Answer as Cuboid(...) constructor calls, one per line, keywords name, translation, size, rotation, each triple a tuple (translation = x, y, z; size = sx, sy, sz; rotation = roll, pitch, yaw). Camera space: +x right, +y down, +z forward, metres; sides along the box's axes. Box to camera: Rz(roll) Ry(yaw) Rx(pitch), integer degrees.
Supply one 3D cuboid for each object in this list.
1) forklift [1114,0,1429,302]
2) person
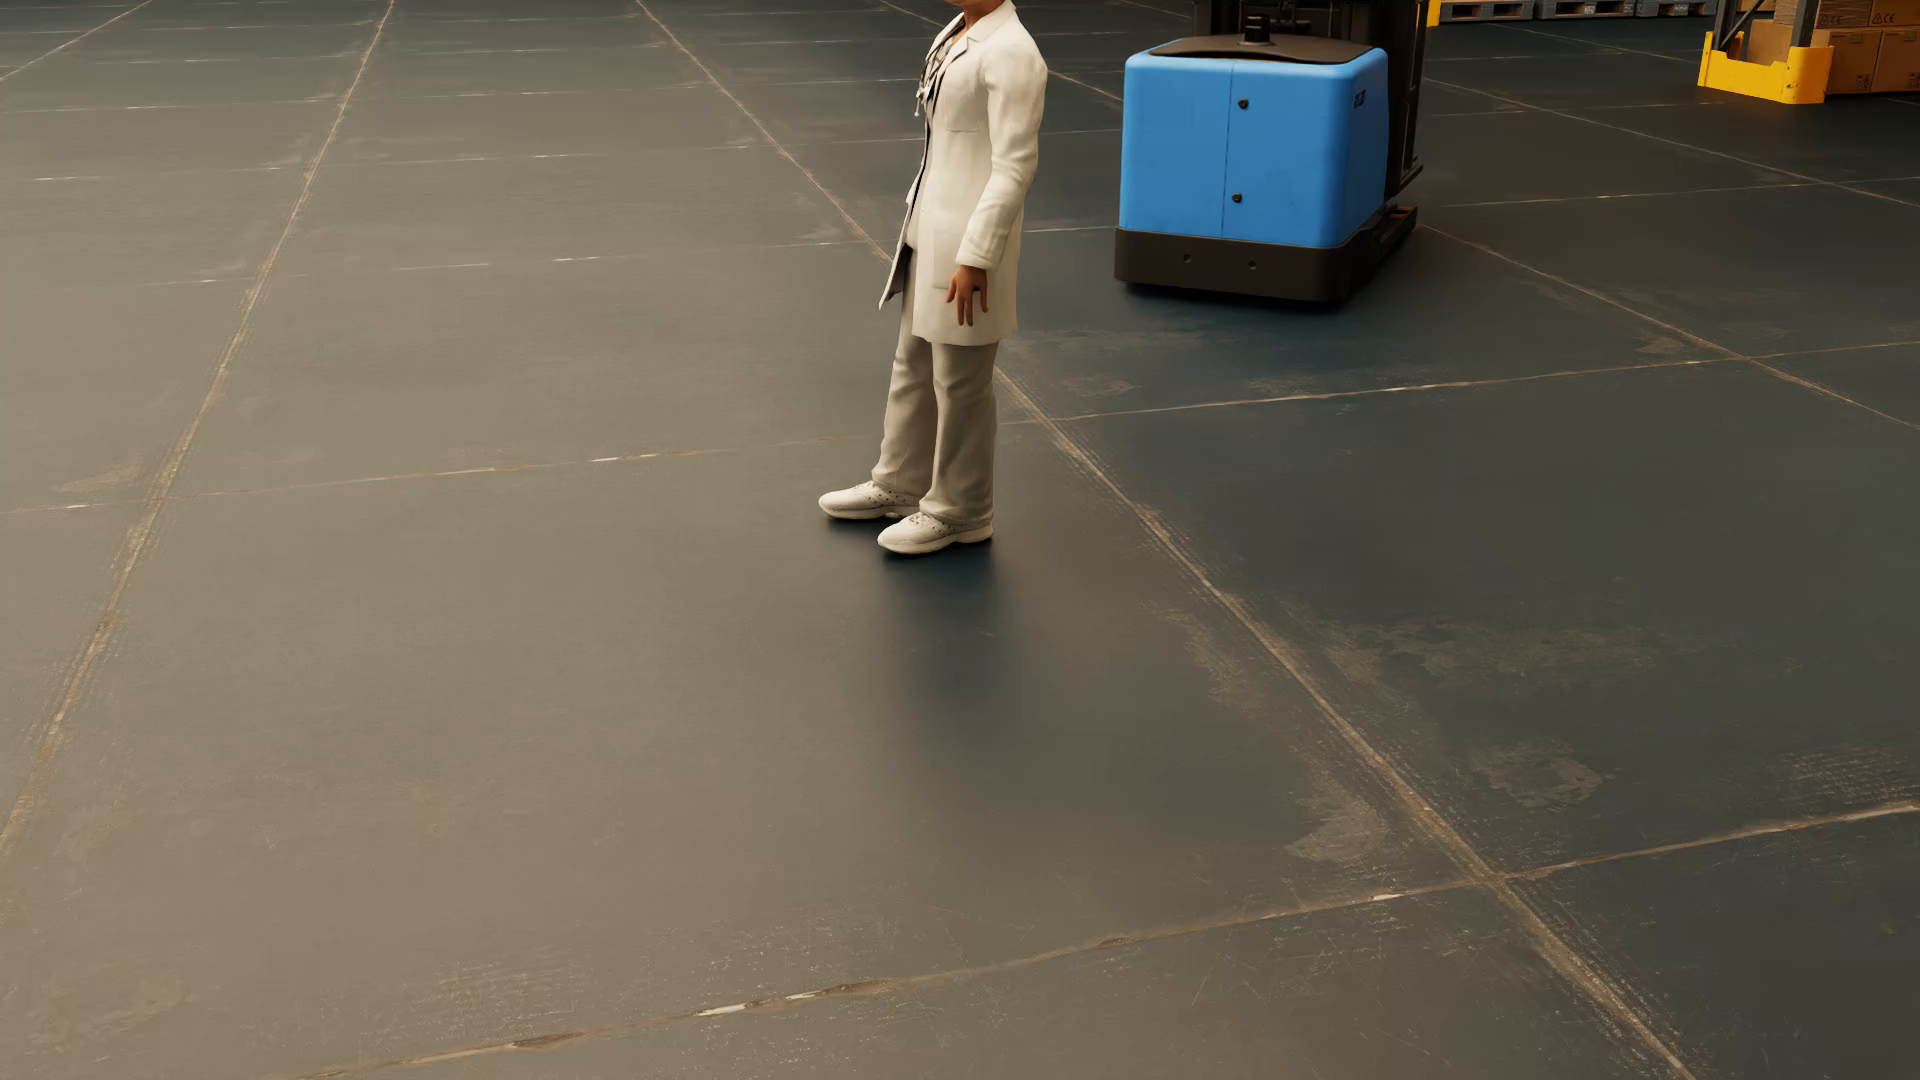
Cuboid(name="forklift", translation=(1.781, -2.944, 8.226), size=(1.130, 2.935, 3.031), rotation=(10, 25, 22))
Cuboid(name="person", translation=(-0.089, -0.817, 4.683), size=(0.578, 1.778, 0.696), rotation=(-6, 24, -14))
